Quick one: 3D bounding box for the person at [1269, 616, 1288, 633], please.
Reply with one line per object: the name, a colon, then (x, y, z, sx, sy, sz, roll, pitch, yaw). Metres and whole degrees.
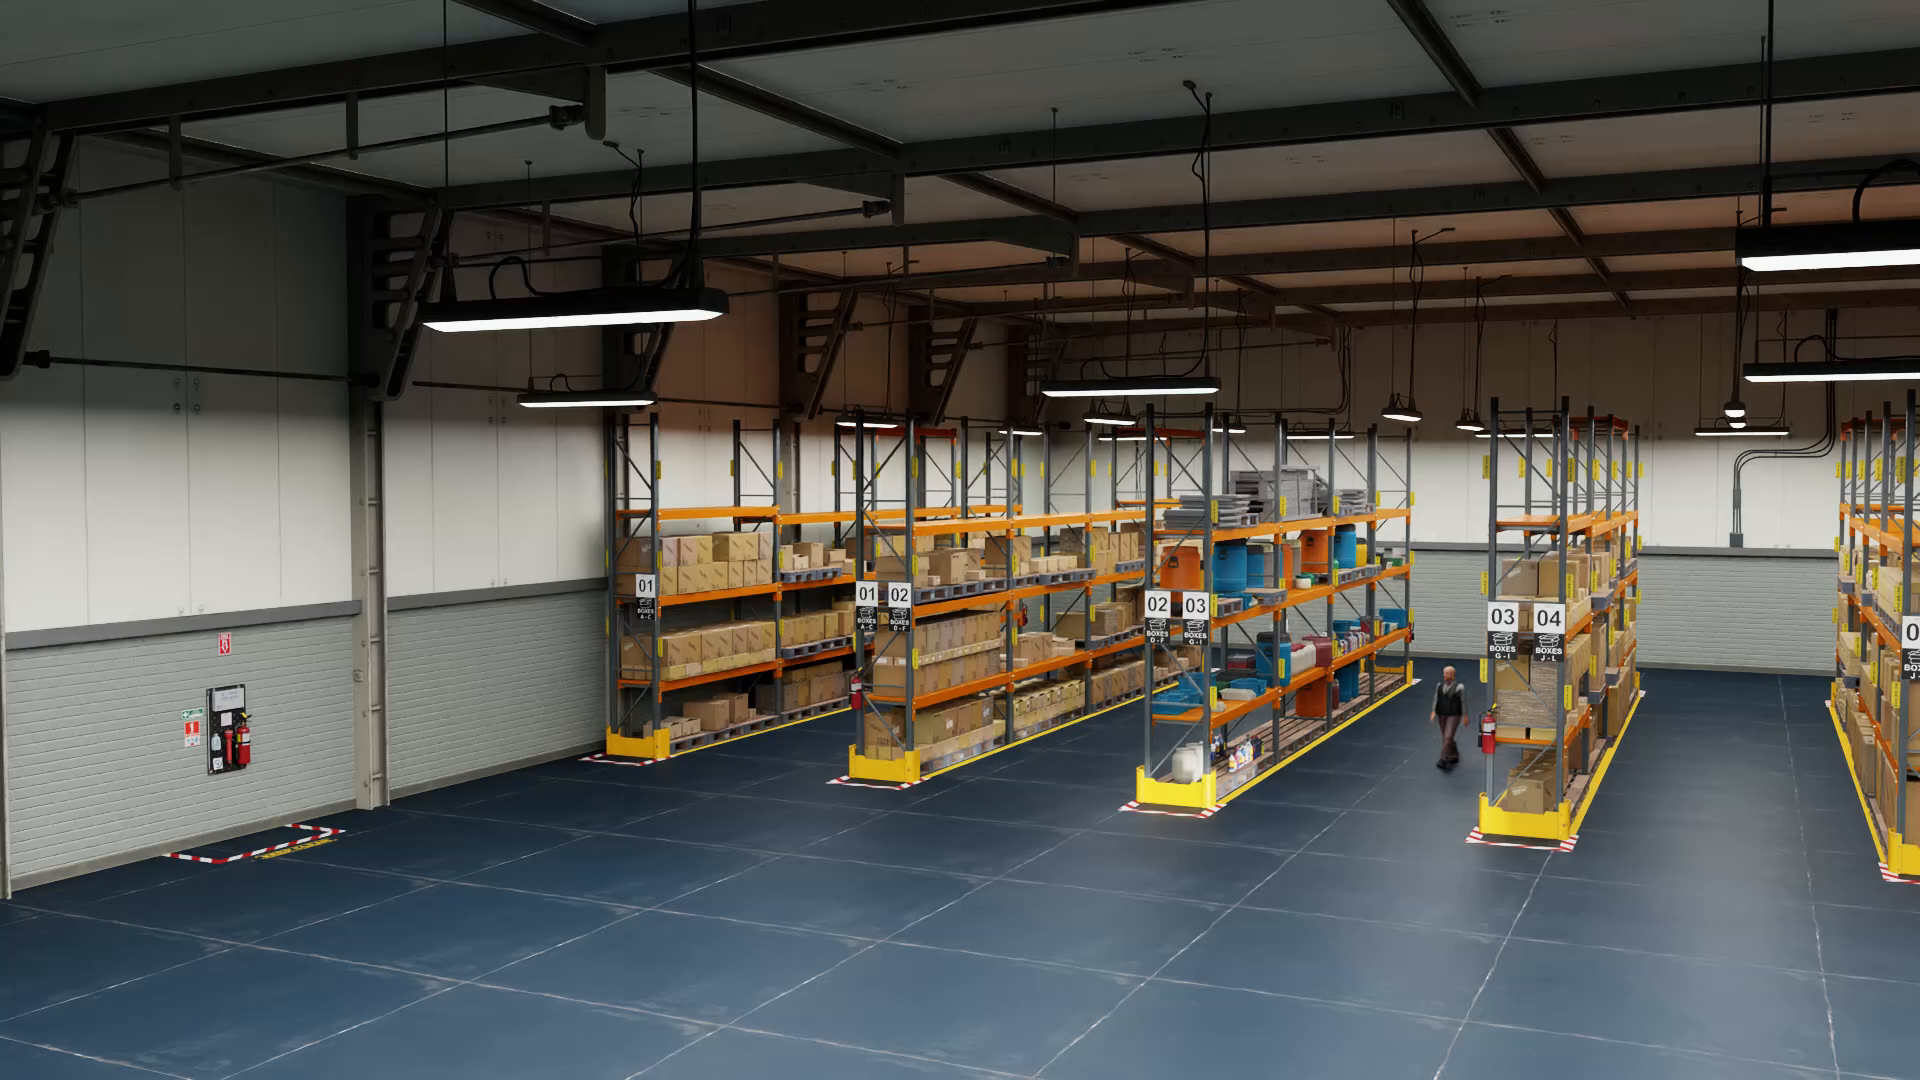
person: (7.587, 2.518, 39.589, 0.461, 1.605, 1.034, 1, 3, 24)

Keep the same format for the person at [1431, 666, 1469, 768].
person: (8.169, 2.968, 27.992, 0.963, 1.670, 0.574, -2, 3, -37)
